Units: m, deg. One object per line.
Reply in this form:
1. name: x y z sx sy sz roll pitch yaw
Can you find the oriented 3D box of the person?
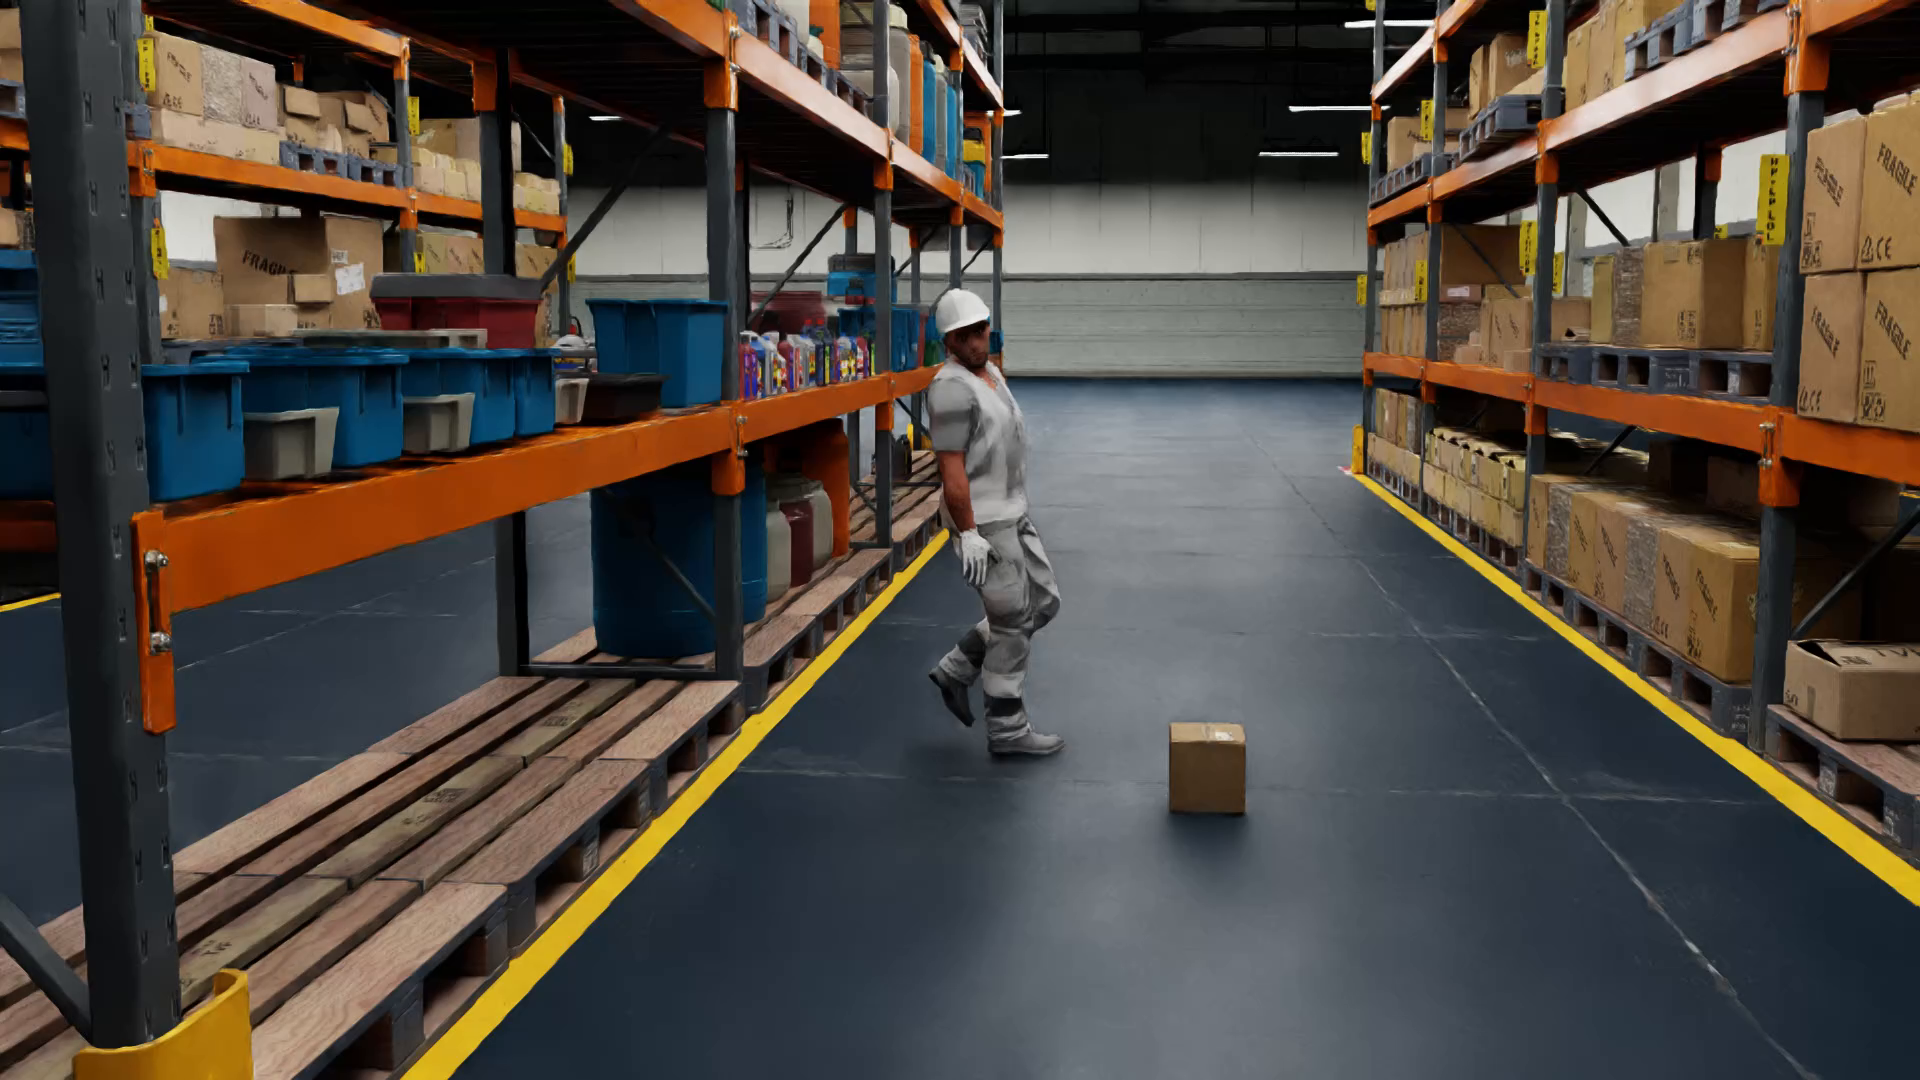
1. person: 0.112 -0.047 6.201 0.539 1.758 0.603 1 8 11
